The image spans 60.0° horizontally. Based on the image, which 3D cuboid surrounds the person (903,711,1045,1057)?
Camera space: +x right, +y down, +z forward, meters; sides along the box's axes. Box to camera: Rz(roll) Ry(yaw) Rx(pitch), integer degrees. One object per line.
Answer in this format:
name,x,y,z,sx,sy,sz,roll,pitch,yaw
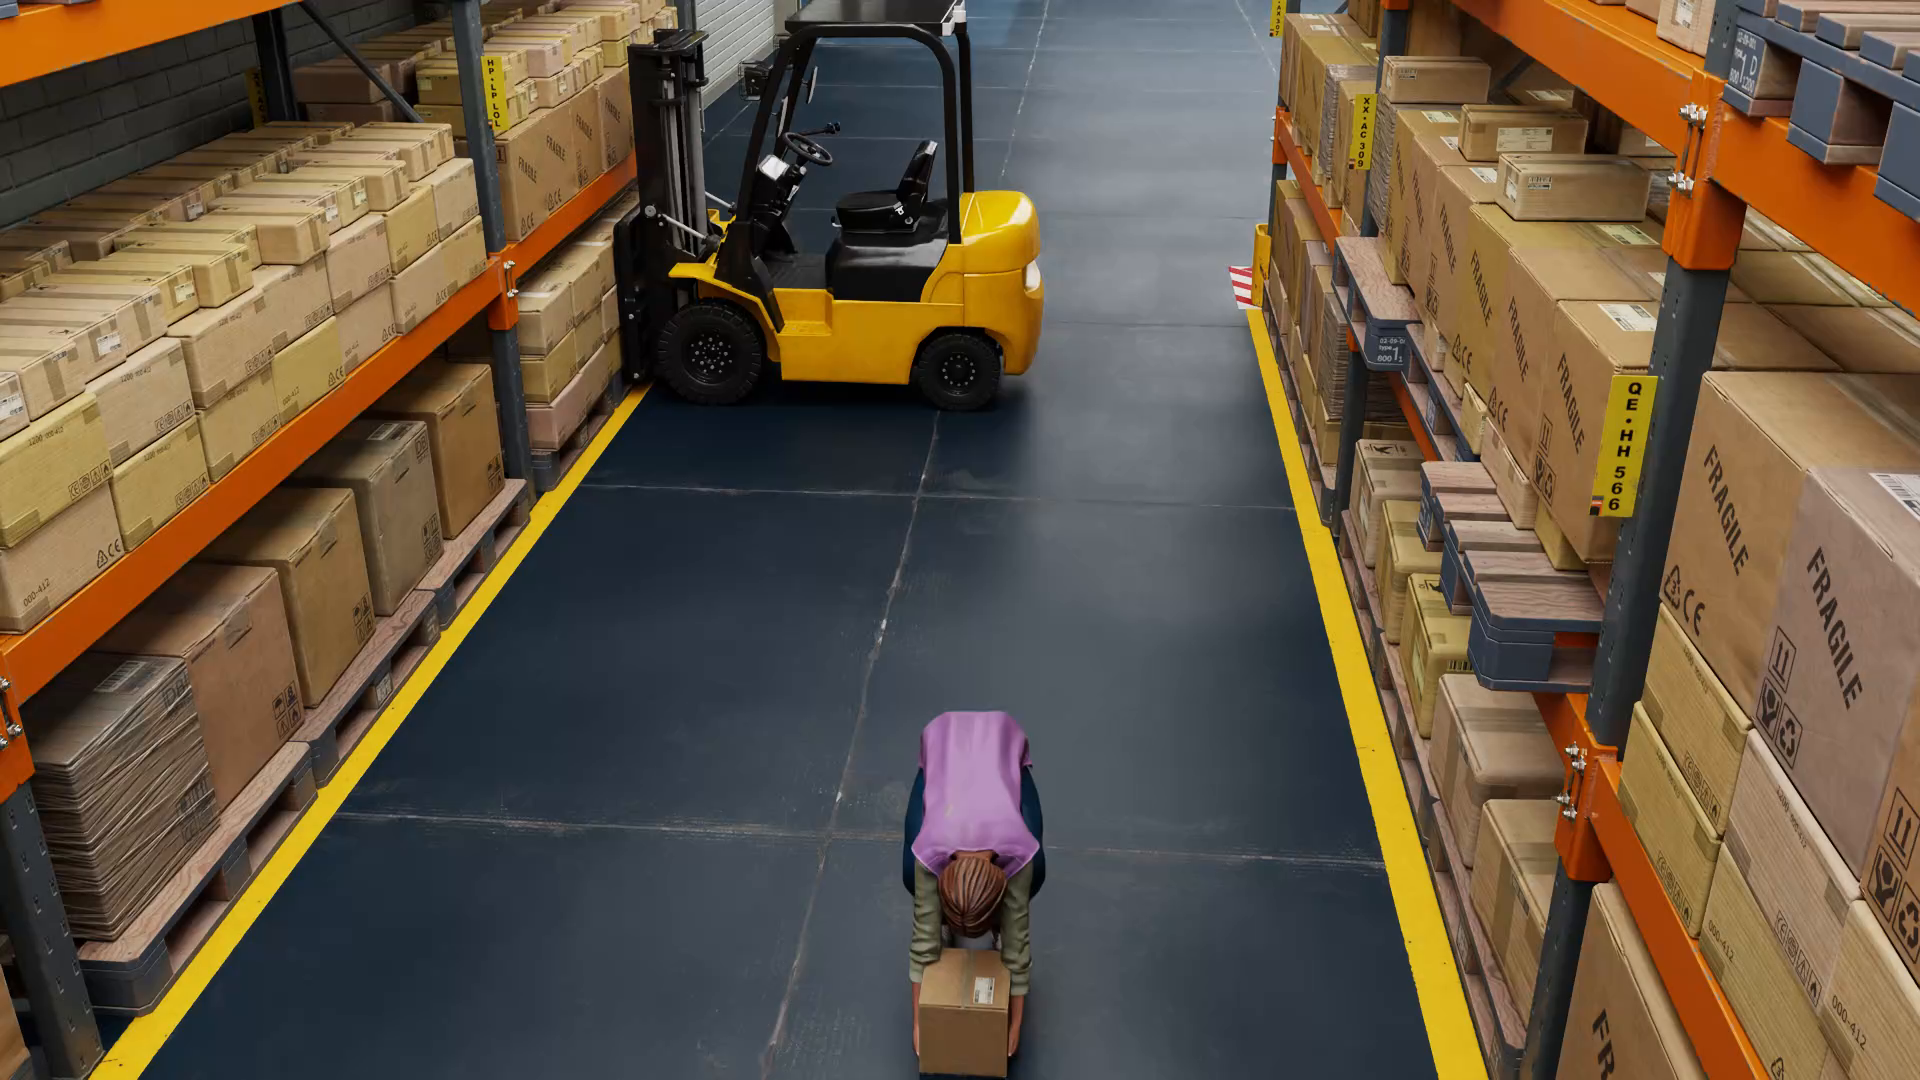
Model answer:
person,0.041,0.989,4.956,0.424,0.808,0.864,1,25,2
